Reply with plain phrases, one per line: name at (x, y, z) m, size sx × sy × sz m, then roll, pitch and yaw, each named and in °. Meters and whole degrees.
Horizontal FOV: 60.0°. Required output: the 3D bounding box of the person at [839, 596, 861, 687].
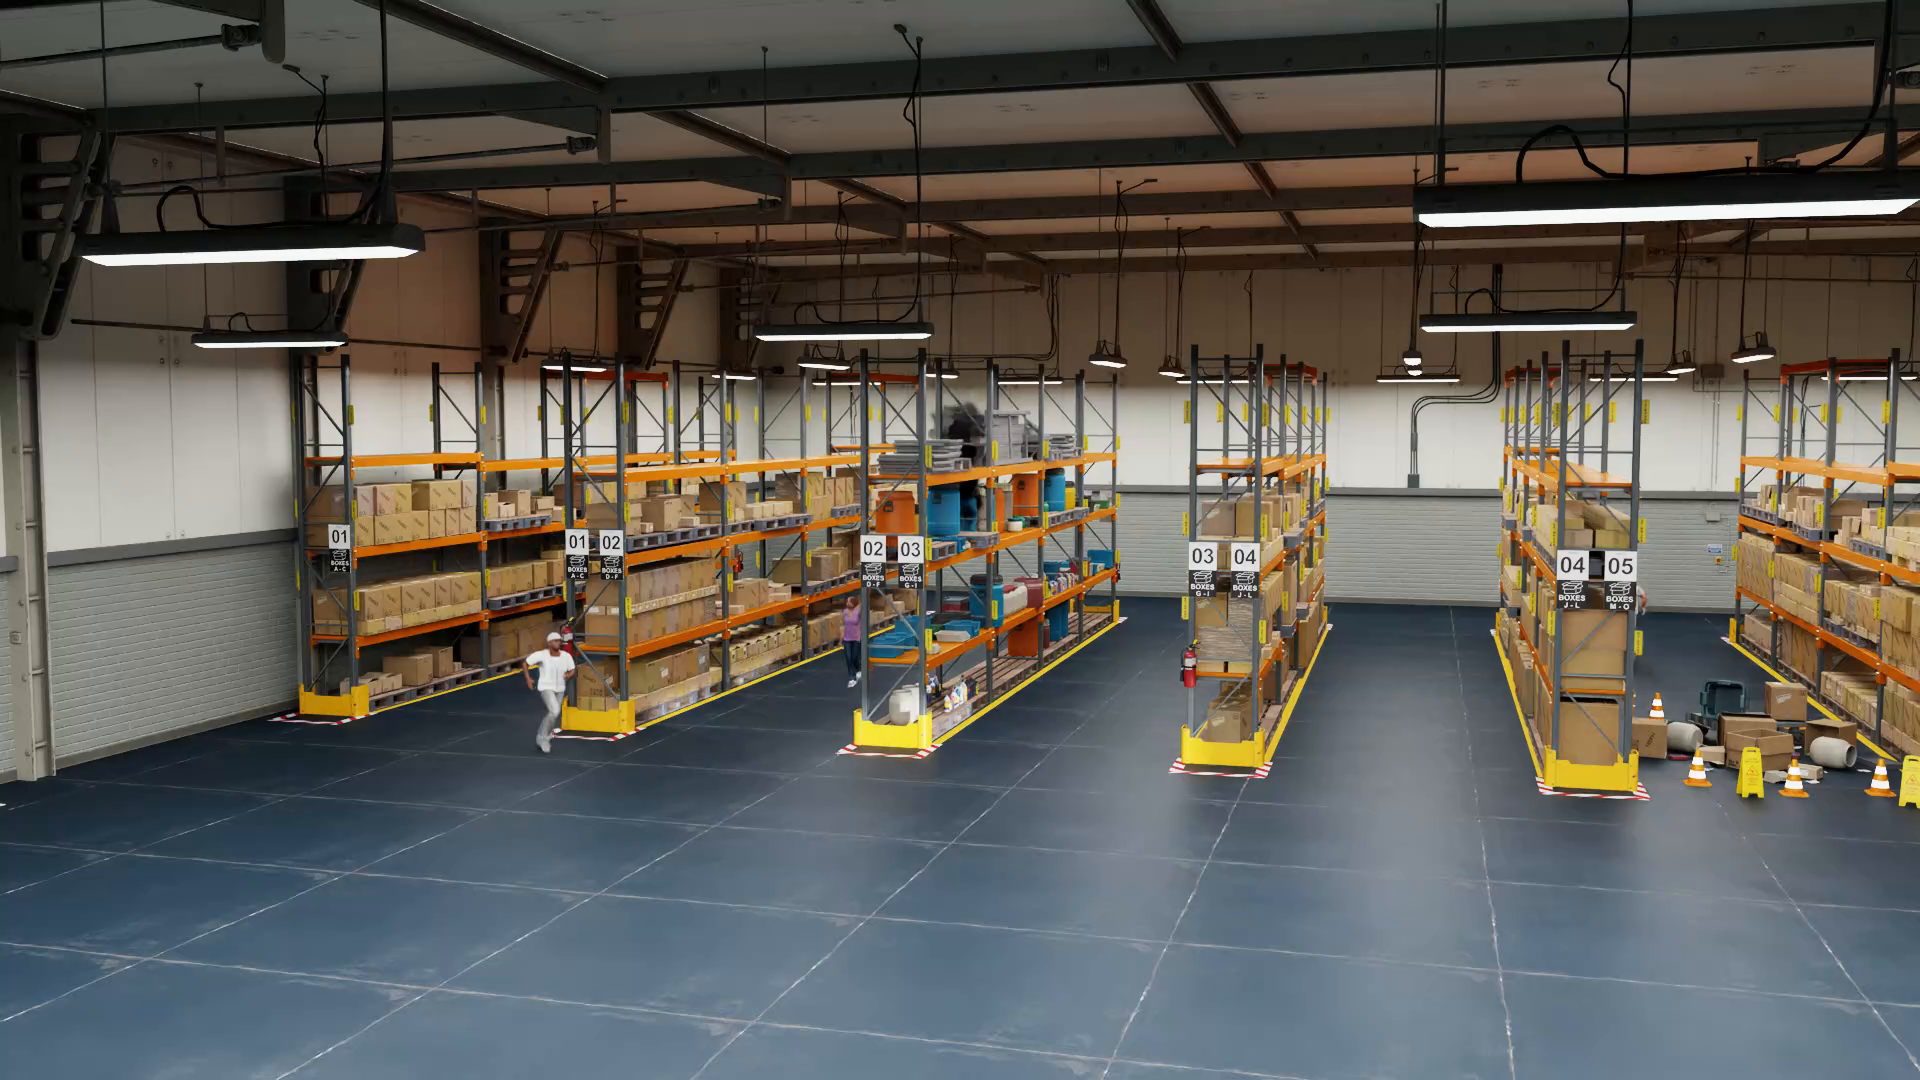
person at (-1.865, 1.762, 29.016) m, size 0.537 × 1.577 × 0.465 m, roll 1°, pitch 4°, yaw 16°

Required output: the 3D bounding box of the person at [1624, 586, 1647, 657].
person at (13.678, 1.522, 34.100) m, size 0.662 × 1.770 × 0.955 m, roll 1°, pitch 4°, yaw 9°

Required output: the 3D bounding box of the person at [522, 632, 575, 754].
person at (-6.097, 2.263, 24.902) m, size 0.678 × 1.769 × 0.695 m, roll 4°, pitch 6°, yaw 42°
